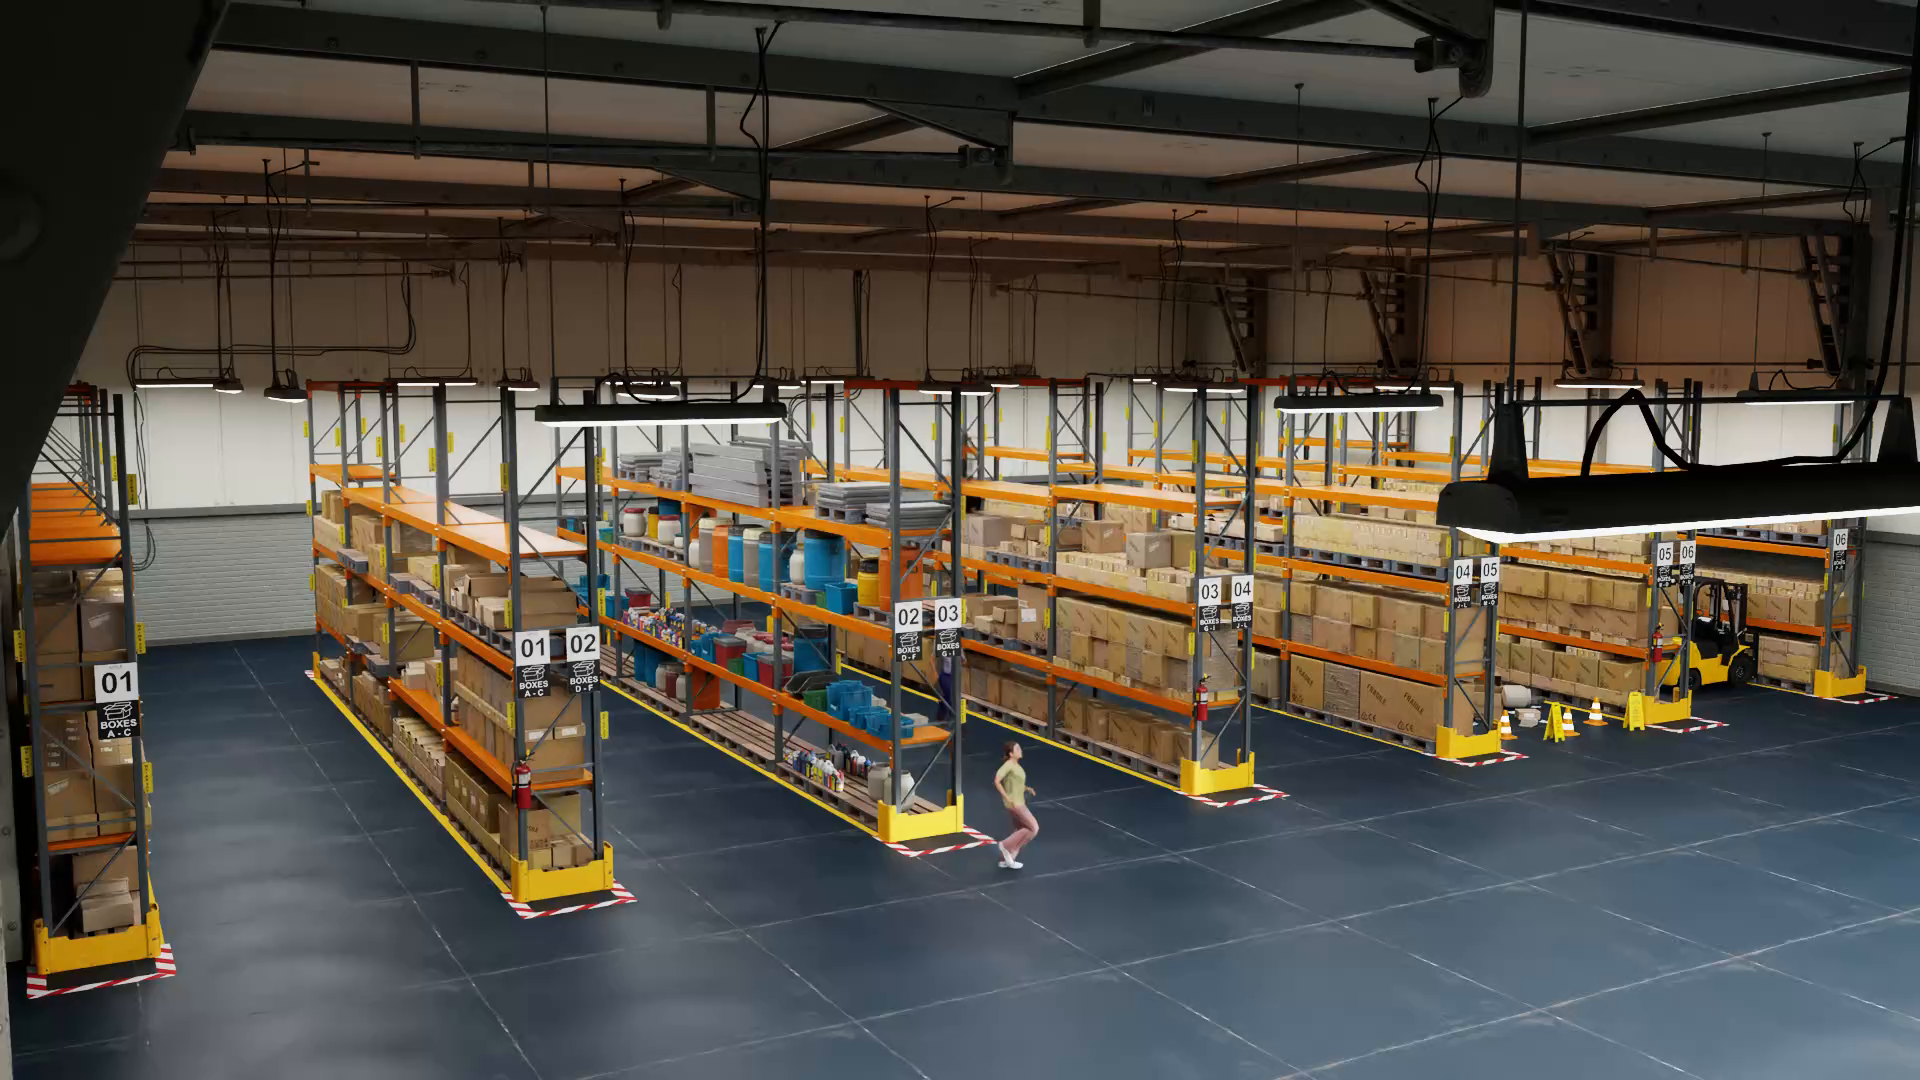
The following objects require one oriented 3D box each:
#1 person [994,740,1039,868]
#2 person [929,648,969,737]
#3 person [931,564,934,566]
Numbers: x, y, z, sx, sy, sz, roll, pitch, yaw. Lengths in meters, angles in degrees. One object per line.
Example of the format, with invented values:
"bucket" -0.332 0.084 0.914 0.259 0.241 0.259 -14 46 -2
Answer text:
"person" 0.722 3.323 20.843 0.543 1.595 0.589 1 6 7
"person" -0.157 2.371 27.692 0.571 1.692 0.817 -6 8 -43
"person" -0.682 1.415 39.408 0.548 1.527 0.748 -1 6 -12
